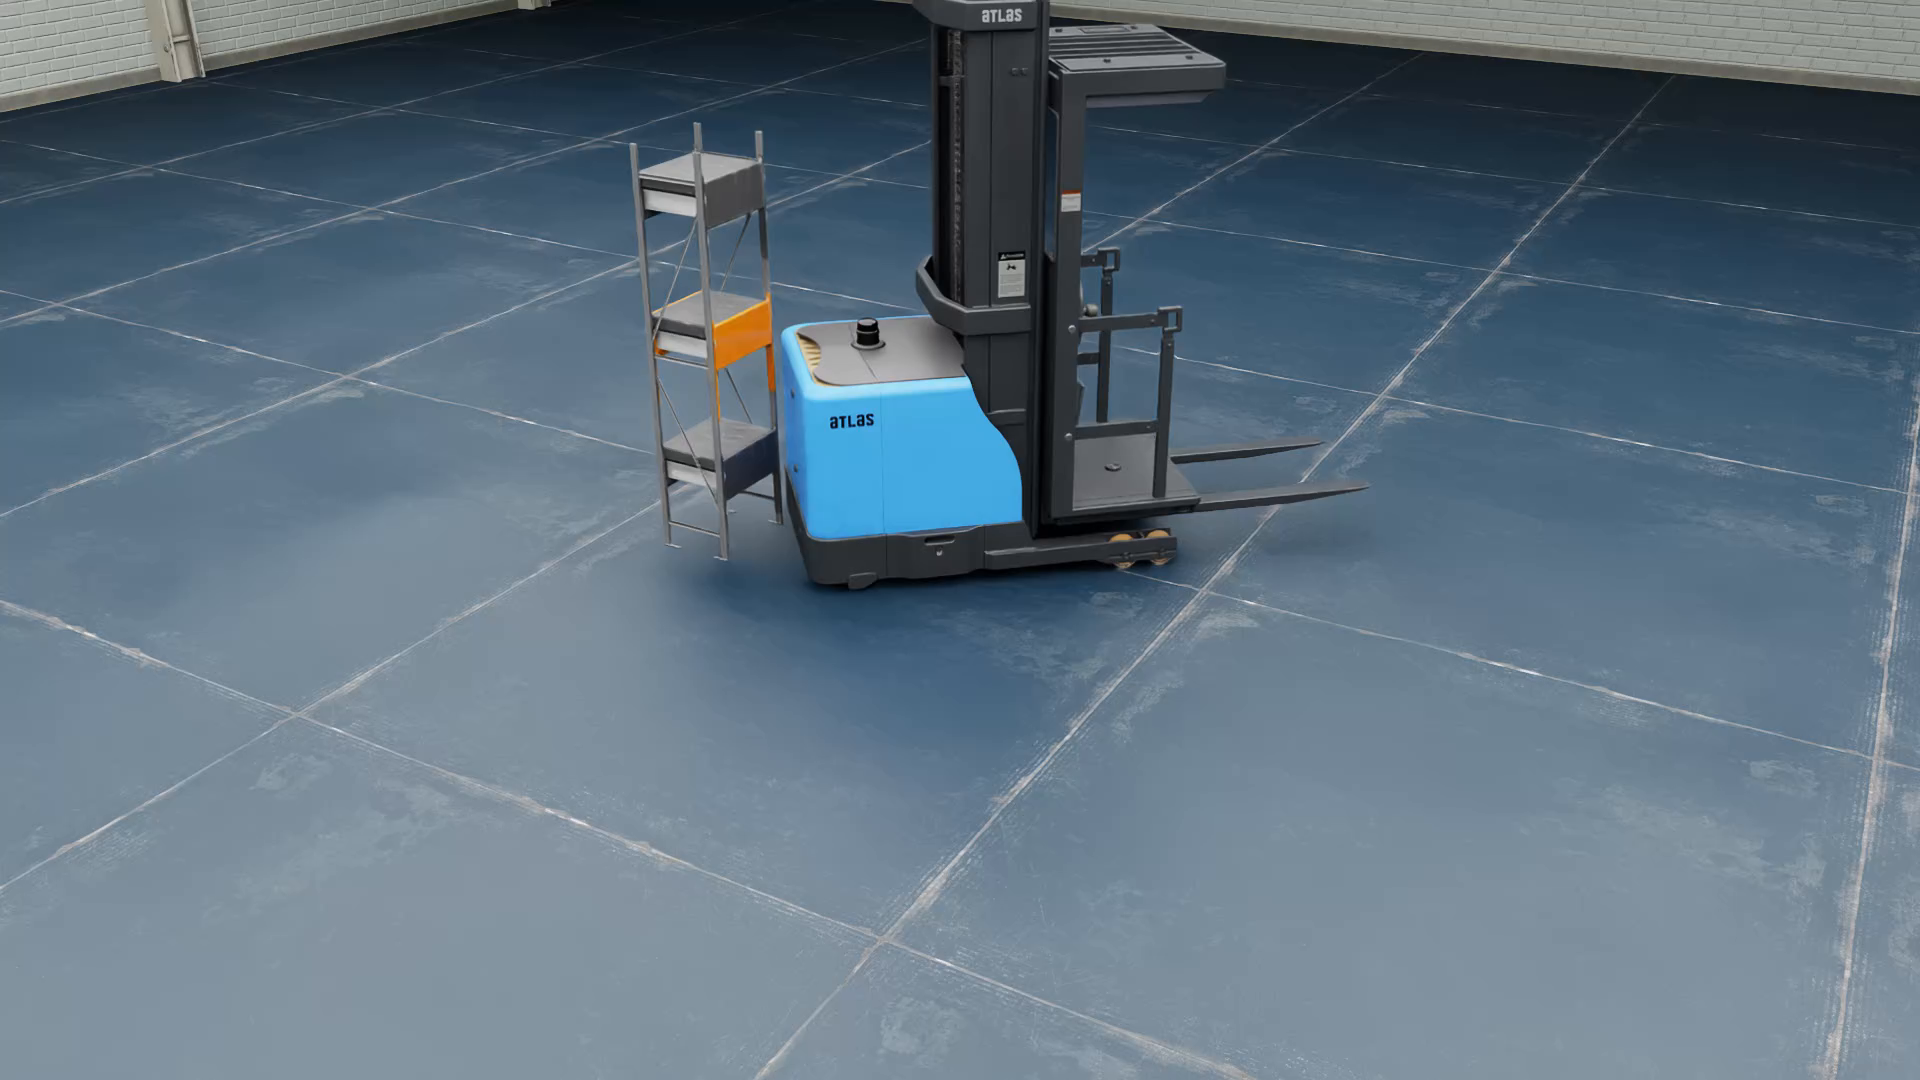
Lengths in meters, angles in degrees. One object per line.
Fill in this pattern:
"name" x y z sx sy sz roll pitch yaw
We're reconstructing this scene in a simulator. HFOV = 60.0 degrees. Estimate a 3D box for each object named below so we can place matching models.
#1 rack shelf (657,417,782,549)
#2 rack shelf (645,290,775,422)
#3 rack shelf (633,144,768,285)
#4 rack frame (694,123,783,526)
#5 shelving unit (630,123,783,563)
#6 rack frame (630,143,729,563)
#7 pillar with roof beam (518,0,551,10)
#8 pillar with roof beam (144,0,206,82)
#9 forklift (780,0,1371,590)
"rack shelf" -1.244 -0.325 8.649 0.431 0.518 0.480 14 30 26
"rack shelf" -1.244 -0.951 8.335 0.431 0.518 0.480 14 30 26
"rack shelf" -1.244 -1.577 8.022 0.431 0.518 0.480 14 30 26
"rack frame" -1.125 -1.059 8.520 0.400 2.100 0.015 14 30 26
"shelving unit" -1.244 -0.964 8.329 0.431 2.100 0.503 14 30 26
"rack frame" -1.363 -0.868 8.138 0.400 2.100 0.015 14 30 26
"pillar with roof beam" -2.482 -10.874 20.420 9.100 9.000 0.400 14 30 26
"pillar with roof beam" -5.433 -8.536 15.749 9.100 9.000 0.400 14 30 26
"forklift" 0.635 -1.396 8.264 3.031 2.935 1.130 -6 27 -11
